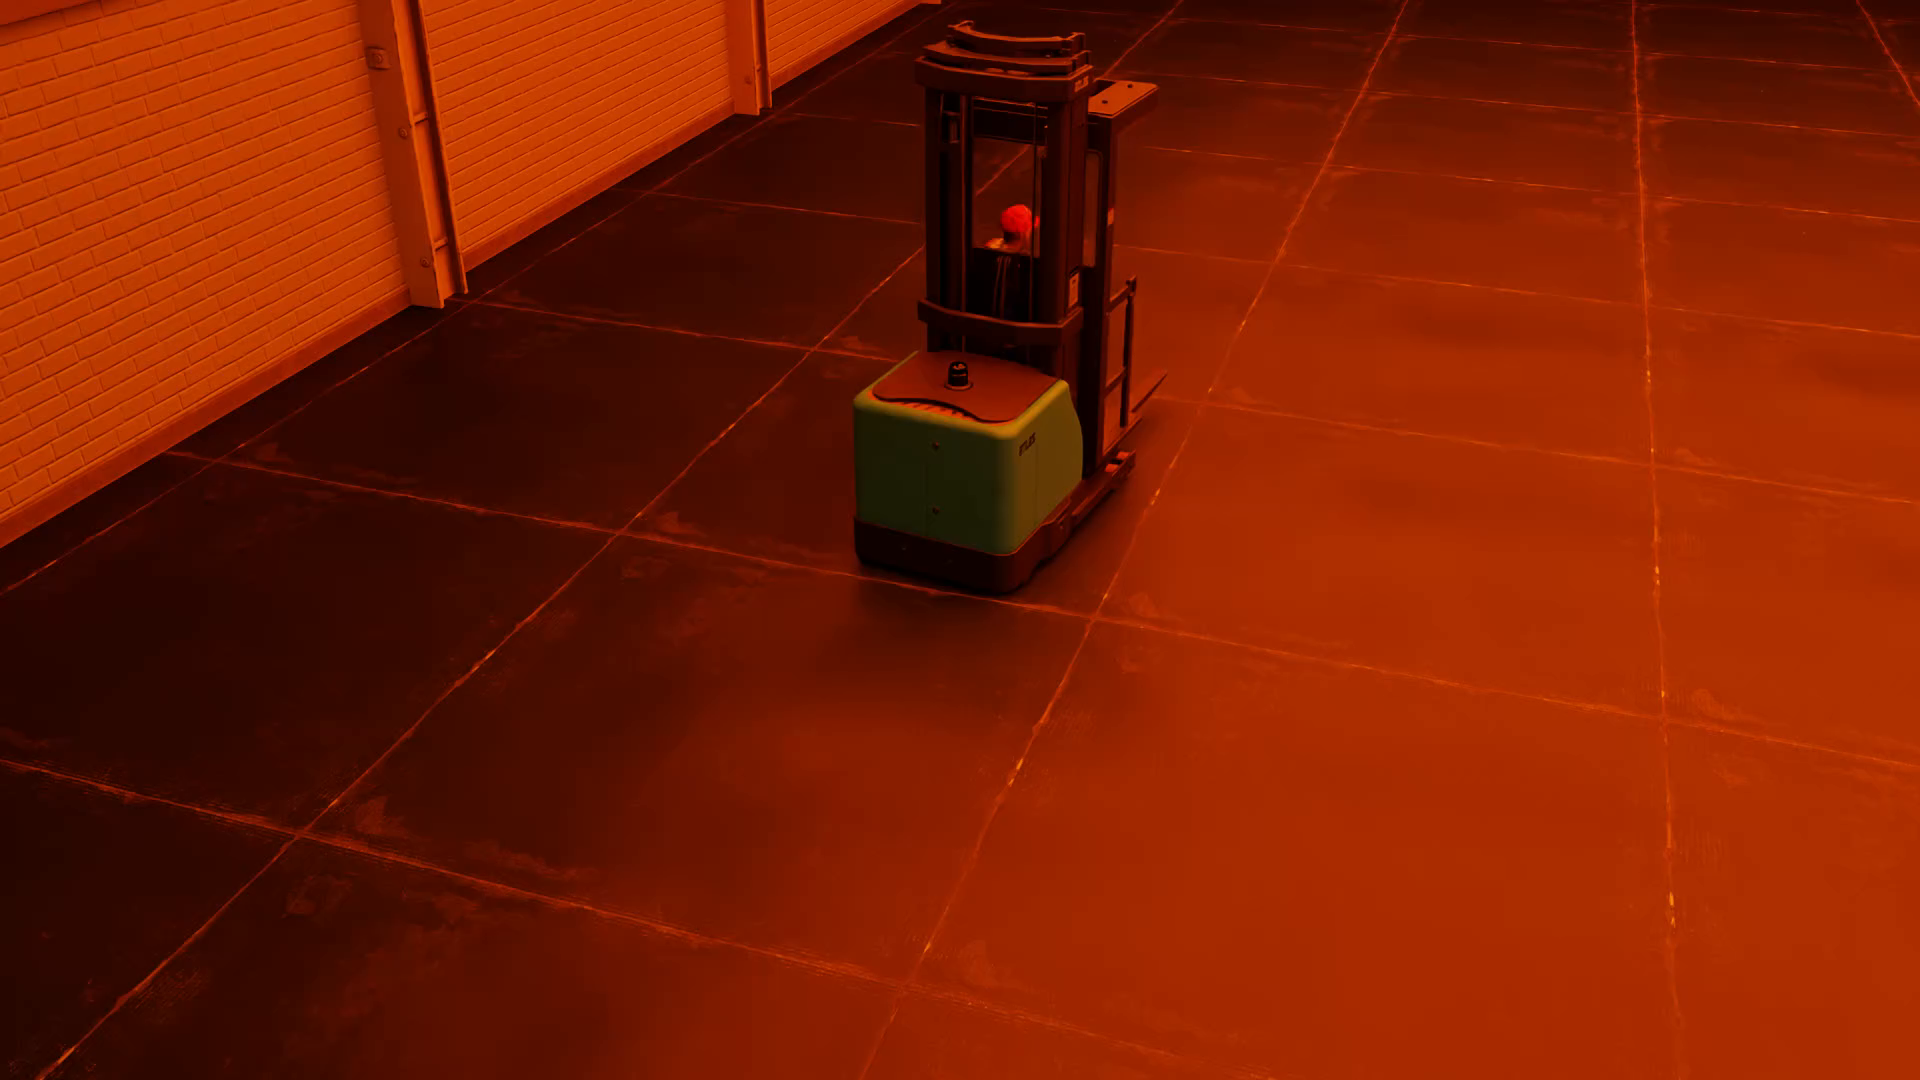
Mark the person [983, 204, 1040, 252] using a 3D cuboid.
[{"bbox_3d":[0.520,-1.440,10.755,0.719,1.567,0.836,-11,32,-19],"label":"person"}]

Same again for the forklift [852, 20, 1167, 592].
[{"bbox_3d":[0.489,-1.685,10.092,1.130,2.935,3.031,14,33,23],"label":"forklift"}]
